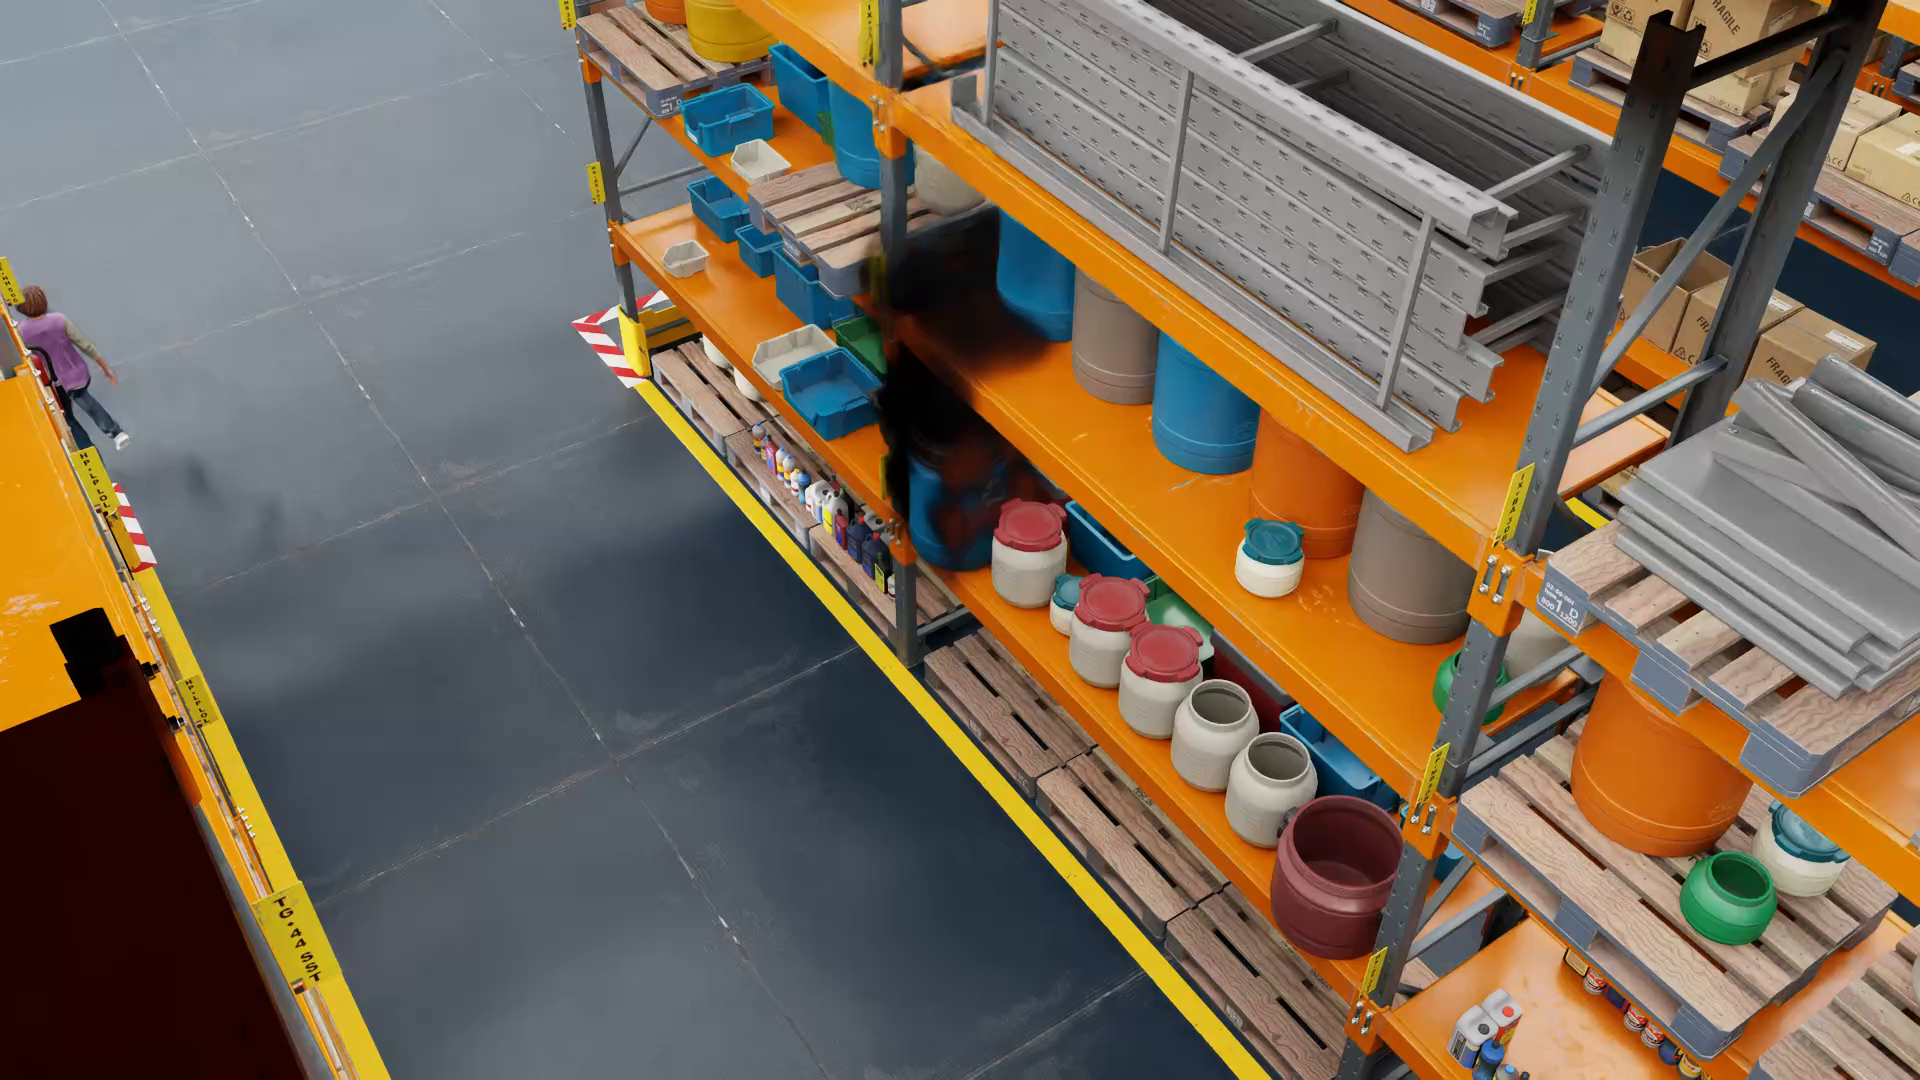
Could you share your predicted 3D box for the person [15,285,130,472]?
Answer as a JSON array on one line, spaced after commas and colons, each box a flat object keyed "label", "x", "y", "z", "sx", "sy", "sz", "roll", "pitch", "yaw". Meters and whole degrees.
[{"label": "person", "x": -6.386, "y": -1.156, "z": 11.860, "sx": 0.459, "sy": 1.574, "sz": 0.521, "roll": 30, "pitch": 51, "yaw": 29}]
